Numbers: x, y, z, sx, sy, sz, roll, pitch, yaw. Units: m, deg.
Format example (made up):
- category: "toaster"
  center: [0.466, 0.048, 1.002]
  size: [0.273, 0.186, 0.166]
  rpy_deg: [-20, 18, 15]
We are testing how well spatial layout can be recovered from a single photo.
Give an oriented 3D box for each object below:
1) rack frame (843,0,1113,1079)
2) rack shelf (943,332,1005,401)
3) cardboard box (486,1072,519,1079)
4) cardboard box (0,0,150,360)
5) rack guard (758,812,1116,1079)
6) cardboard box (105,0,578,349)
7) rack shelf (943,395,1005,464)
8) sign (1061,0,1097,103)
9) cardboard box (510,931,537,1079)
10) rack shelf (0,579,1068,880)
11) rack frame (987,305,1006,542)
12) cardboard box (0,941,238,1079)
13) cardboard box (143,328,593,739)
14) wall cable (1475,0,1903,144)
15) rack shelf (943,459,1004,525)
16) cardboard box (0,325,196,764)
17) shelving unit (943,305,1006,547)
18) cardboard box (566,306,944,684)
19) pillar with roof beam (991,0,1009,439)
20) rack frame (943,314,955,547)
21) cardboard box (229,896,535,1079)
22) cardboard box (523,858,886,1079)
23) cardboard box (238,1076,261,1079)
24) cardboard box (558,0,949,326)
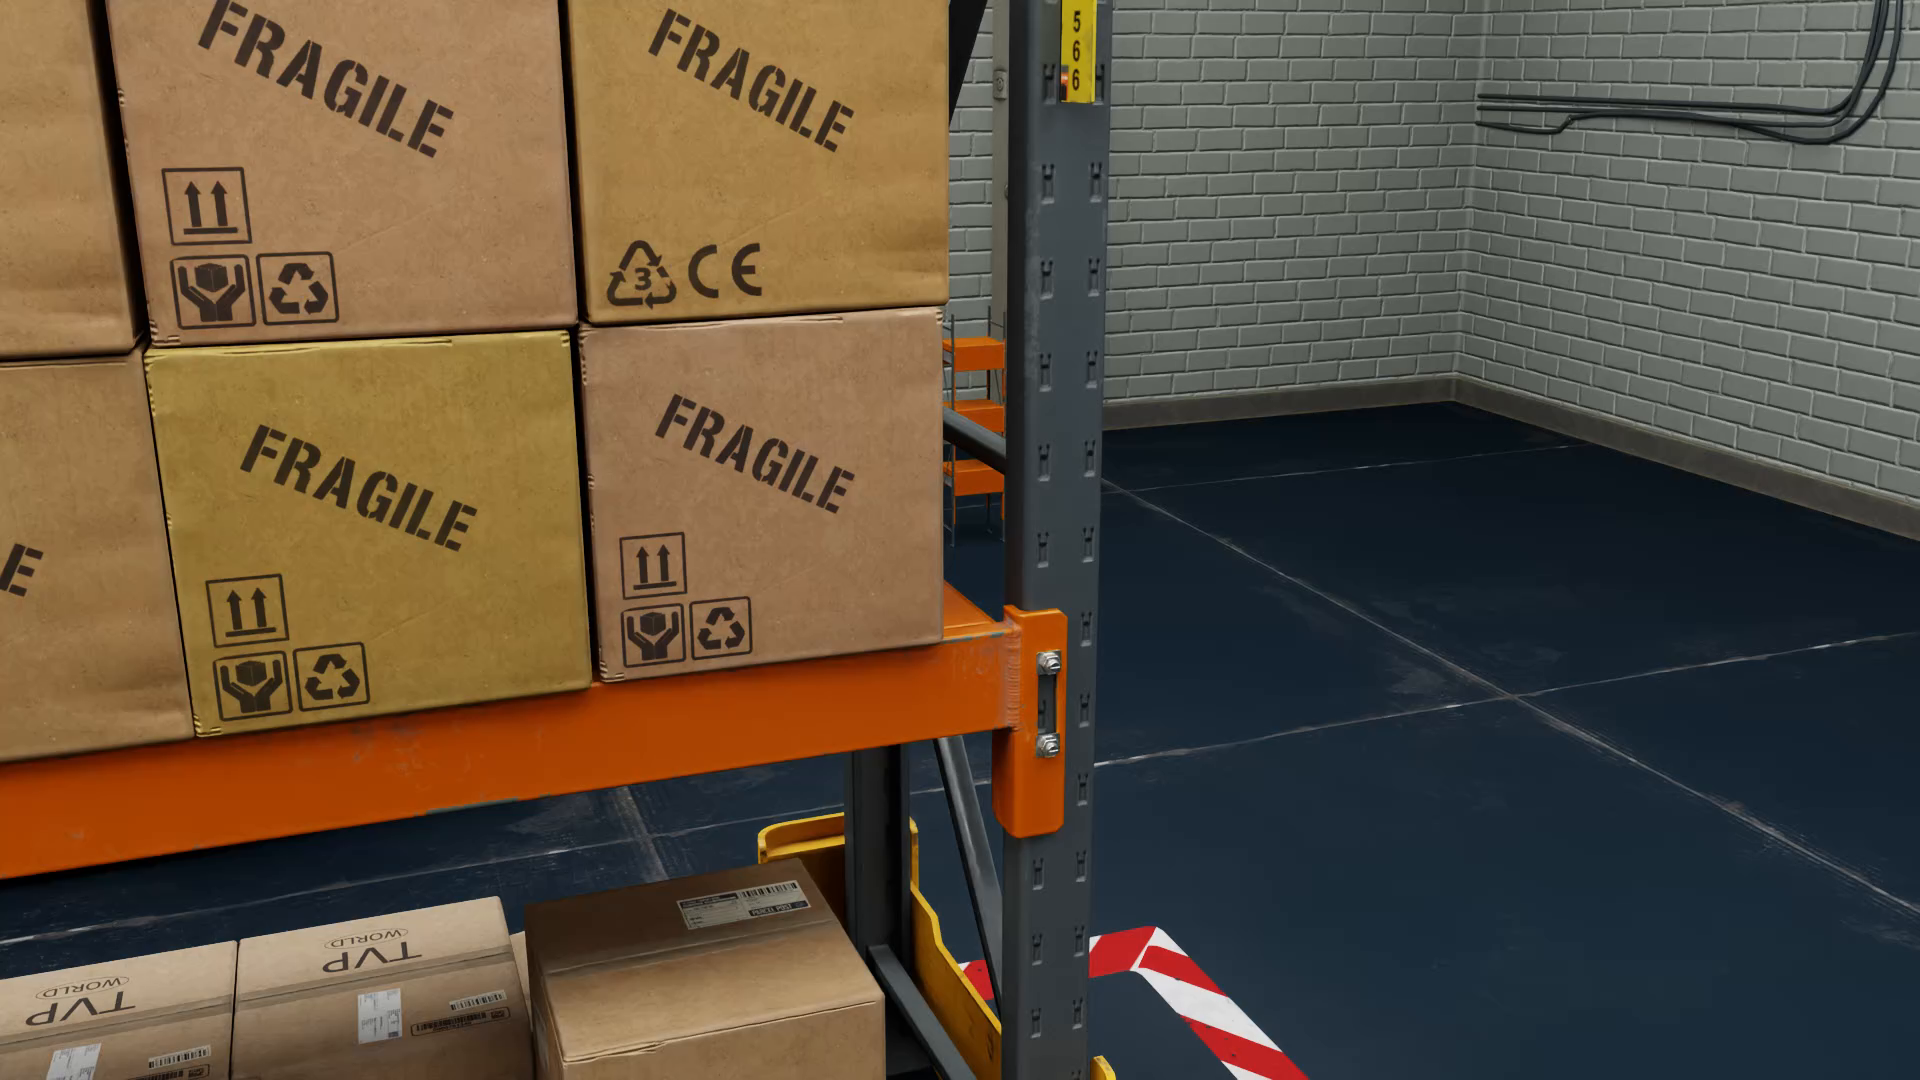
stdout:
- category: "rack frame"
  center: [-0.019, -0.196, 2.943]
  size: [0.127, 3.000, 1.000]
  rpy_deg: [-6, 17, -20]
- category: "rack shelf"
  center: [0.050, -0.771, 7.392]
  size: [0.240, 0.259, 0.215]
  rpy_deg: [-6, 17, -20]
- category: "cardboard box"
  center: [-0.849, 1.089, 2.814]
  size: [0.250, 0.166, 0.380]
  rpy_deg: [-6, 17, -20]
- category: "cardboard box"
  center: [-1.291, -0.502, 2.032]
  size: [0.500, 0.500, 0.500]
  rpy_deg: [-6, 17, -19]
- category: "rack guard"
  center: [-0.090, 1.011, 3.269]
  size: [0.348, 0.500, 1.175]
  rpy_deg: [-6, 17, -20]
- category: "cardboard box"
  center: [-0.808, -0.556, 2.214]
  size: [0.500, 0.500, 0.500]
  rpy_deg: [-6, 17, -19]
- category: "rack shelf"
  center: [0.050, -0.499, 7.472]
  size: [0.240, 0.259, 0.215]
  rpy_deg: [-6, 17, -20]
- category: "sign"
  center: [0.160, -0.755, 2.231]
  size: [0.005, 0.325, 0.100]
  rpy_deg: [-6, 17, -20]
- category: "cardboard box"
  center: [-0.767, 0.929, 3.358]
  size: [0.250, 0.166, 0.380]
  rpy_deg: [-6, 17, -20]
- category: "rack shelf"
  center: [-1.887, 0.351, 2.357]
  size: [4.000, 0.370, 1.077]
  rpy_deg: [-6, 17, -20]
- category: "rack frame"
  center: [0.164, -0.521, 7.511]
  size: [0.008, 1.050, 0.200]
  rpy_deg: [-6, 17, -20]
- category: "cardboard box"
  center: [-1.562, 0.993, 2.992]
  size: [0.500, 0.250, 0.500]
  rpy_deg: [-6, 17, -20]
- category: "cardboard box"
  center: [-0.823, -0.074, 2.350]
  size: [0.500, 0.500, 0.500]
  rpy_deg: [-6, 17, -20]
- category: "wall cable"
  center: [3.614, -3.364, 8.593]
  size: [0.112, 2.526, 3.097]
  rpy_deg: [-6, 17, -20]
- category: "rack shelf"
  center: [0.050, -0.232, 7.550]
  size: [0.240, 0.259, 0.215]
  rpy_deg: [-6, 17, -20]
- category: "cardboard box"
  center: [-1.291, -0.025, 2.183]
  size: [0.500, 0.500, 0.500]
  rpy_deg: [-6, 17, -20]
- category: "shelving unit"
  center: [0.050, -0.509, 7.469]
  size: [0.252, 1.050, 0.215]
  rpy_deg: [-6, 17, -20]
- category: "cardboard box"
  center: [-0.340, -0.127, 2.531]
  size: [0.500, 0.500, 0.500]
  rpy_deg: [-6, 17, -18]
- category: "pillar with roof beam"
  center: [1.957, -3.745, 4.379]
  size: [0.400, 9.000, 9.100]
  rpy_deg: [-6, 17, -20]
- category: "rack frame"
  center: [-0.064, -0.497, 7.427]
  size: [0.008, 1.050, 0.200]
  rpy_deg: [-6, 17, -20]
- category: "cardboard box"
  center: [-1.096, 0.943, 3.164]
  size: [0.500, 0.250, 0.500]
  rpy_deg: [-6, 17, -20]
- category: "cardboard box"
  center: [-0.439, 0.912, 2.825]
  size: [0.500, 0.500, 0.500]
  rpy_deg: [-6, 17, -20]
- category: "cardboard box"
  center: [-1.337, 1.120, 2.561]
  size: [0.500, 0.250, 0.500]
  rpy_deg: [-6, 17, -20]
- category: "cardboard box"
  center: [-0.337, -0.607, 2.388]
  size: [0.500, 0.500, 0.500]
  rpy_deg: [-6, 18, -21]
